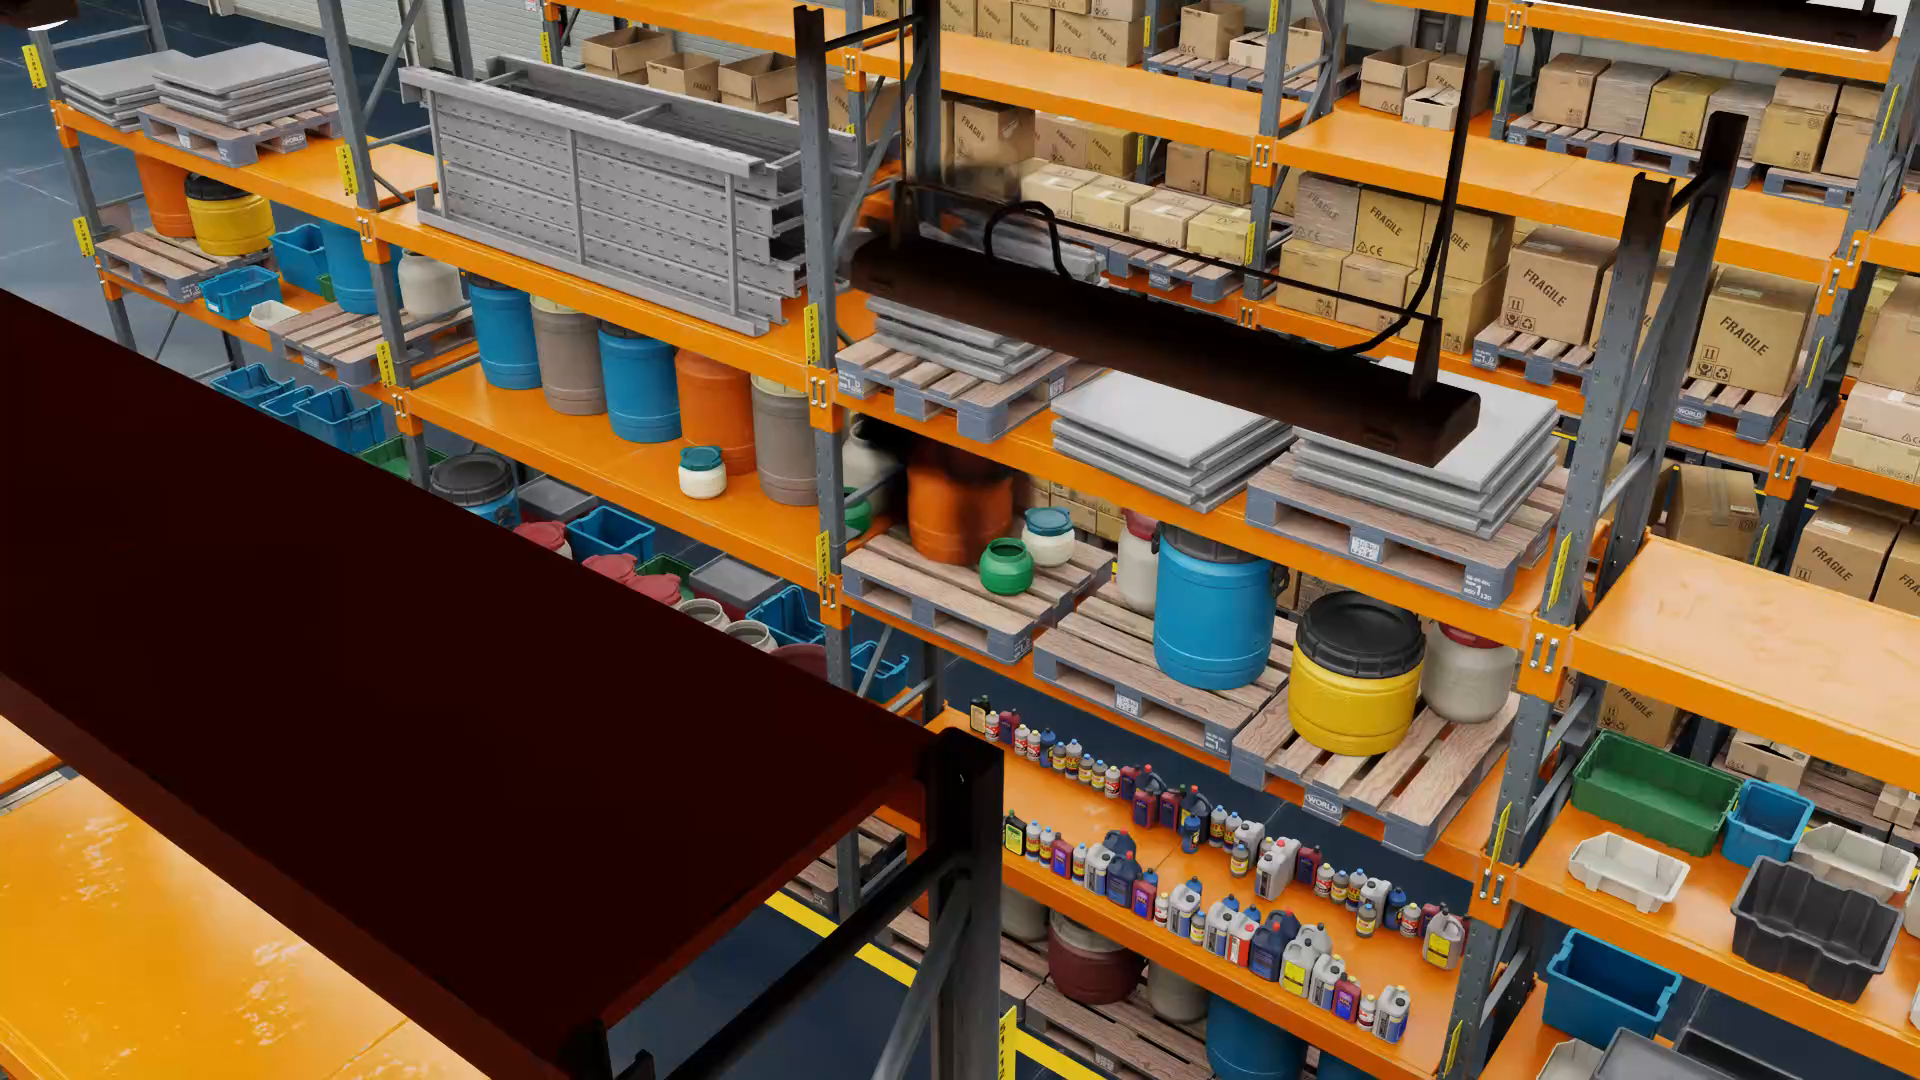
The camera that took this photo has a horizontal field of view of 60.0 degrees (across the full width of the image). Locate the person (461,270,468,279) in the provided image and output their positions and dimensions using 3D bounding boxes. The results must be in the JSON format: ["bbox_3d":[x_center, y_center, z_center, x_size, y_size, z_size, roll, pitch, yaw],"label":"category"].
[{"bbox_3d":[-5.913,-3.944,20.267,0.915,1.646,0.608,-12,33,-19],"label":"person"}]
